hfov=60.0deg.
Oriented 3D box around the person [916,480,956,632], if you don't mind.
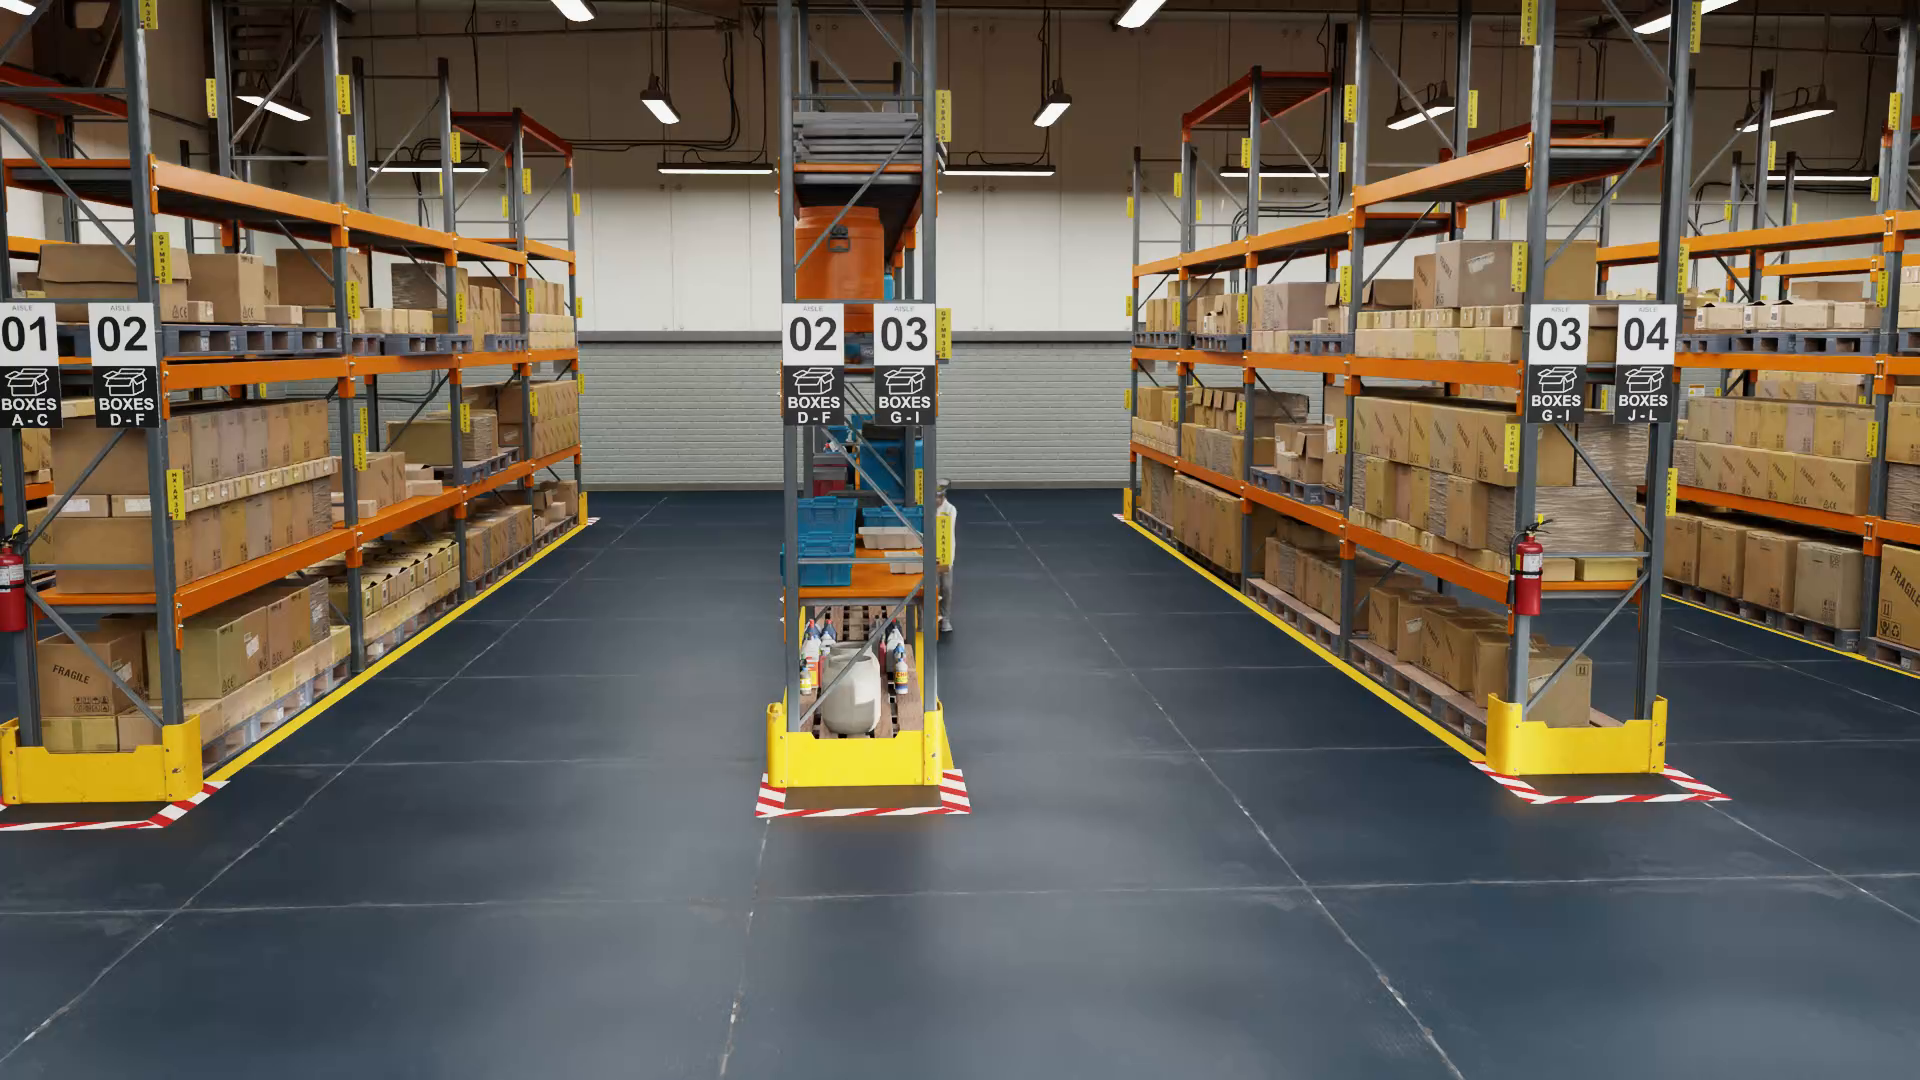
[{"bbox_3d":[-0.246,0.160,16.855,0.407,1.572,0.623,-1,7,-5],"label":"person"}]
